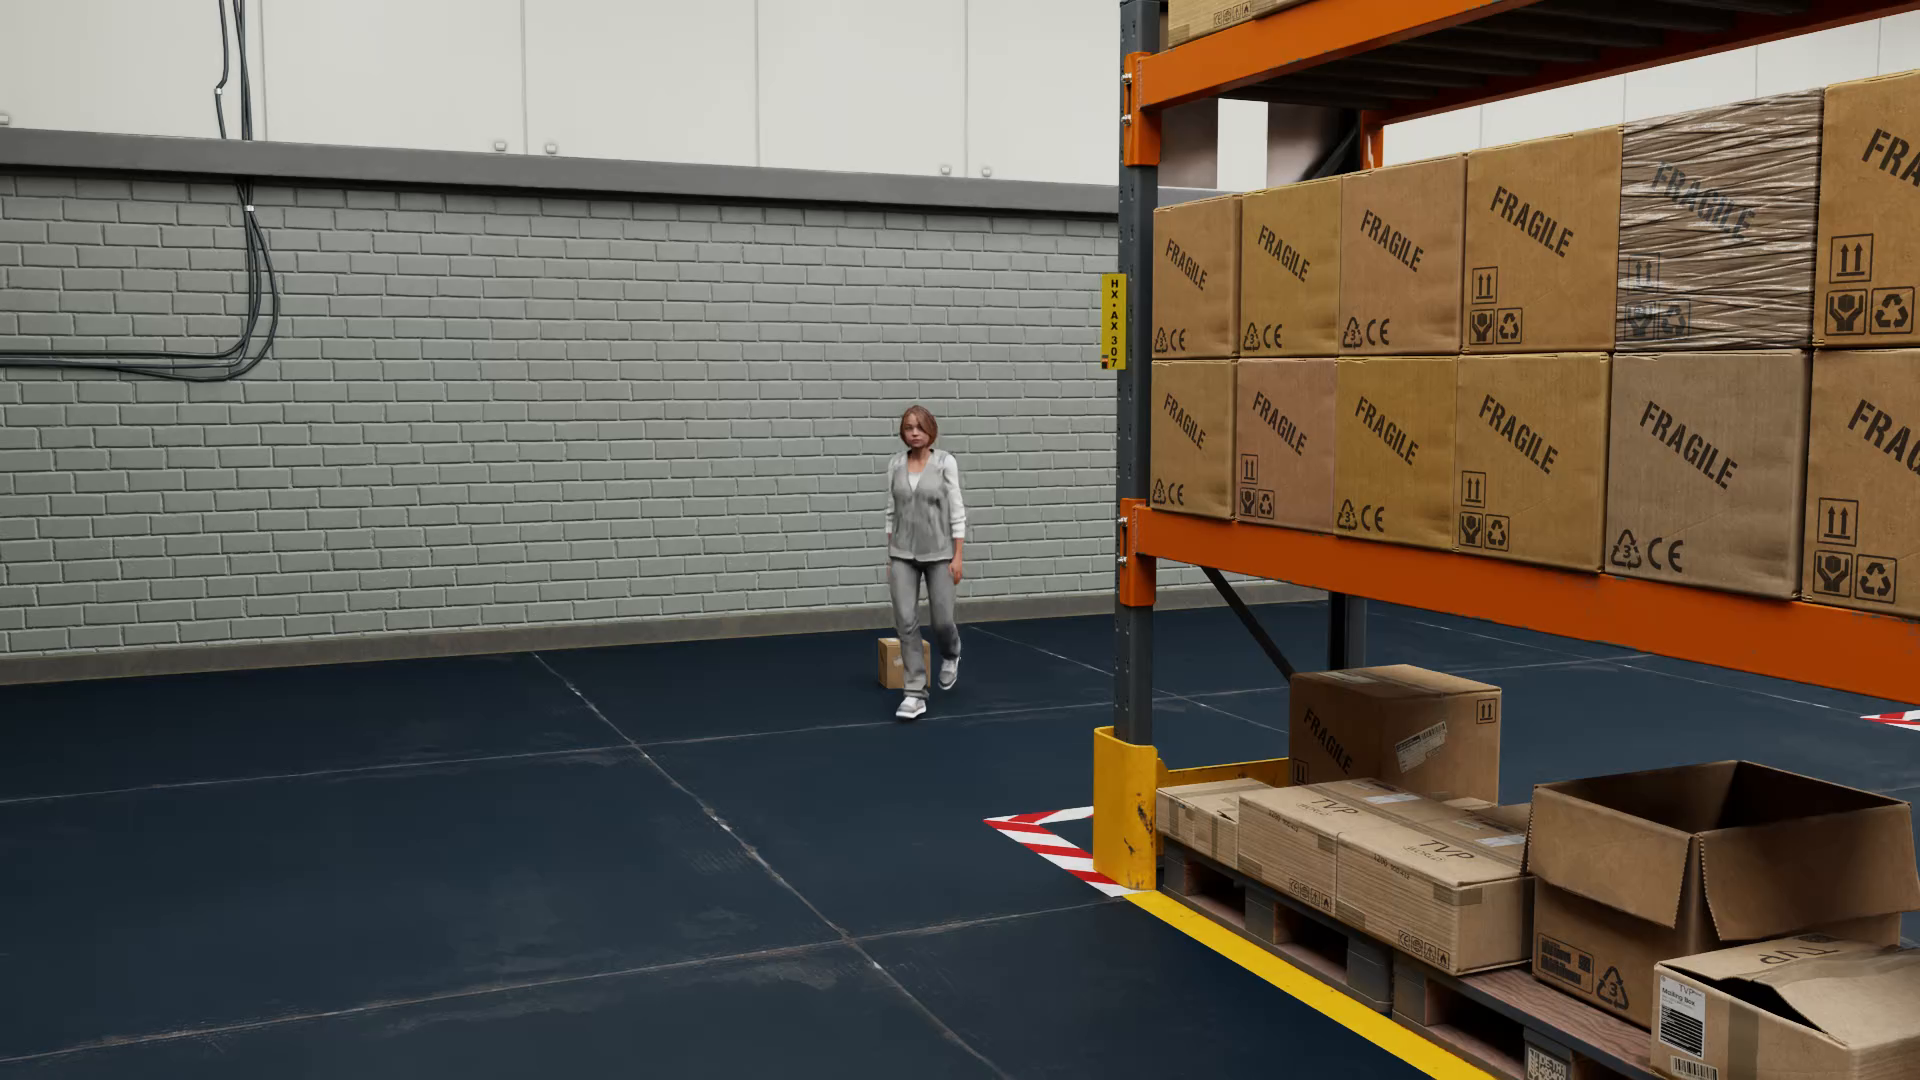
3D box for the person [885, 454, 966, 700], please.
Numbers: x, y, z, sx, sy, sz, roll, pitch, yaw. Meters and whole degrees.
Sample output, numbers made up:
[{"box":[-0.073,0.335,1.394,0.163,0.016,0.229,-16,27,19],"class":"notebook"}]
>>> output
[{"box":[-0.155,0.180,8.623,0.425,1.275,0.532,1,6,14],"class":"person"}]
